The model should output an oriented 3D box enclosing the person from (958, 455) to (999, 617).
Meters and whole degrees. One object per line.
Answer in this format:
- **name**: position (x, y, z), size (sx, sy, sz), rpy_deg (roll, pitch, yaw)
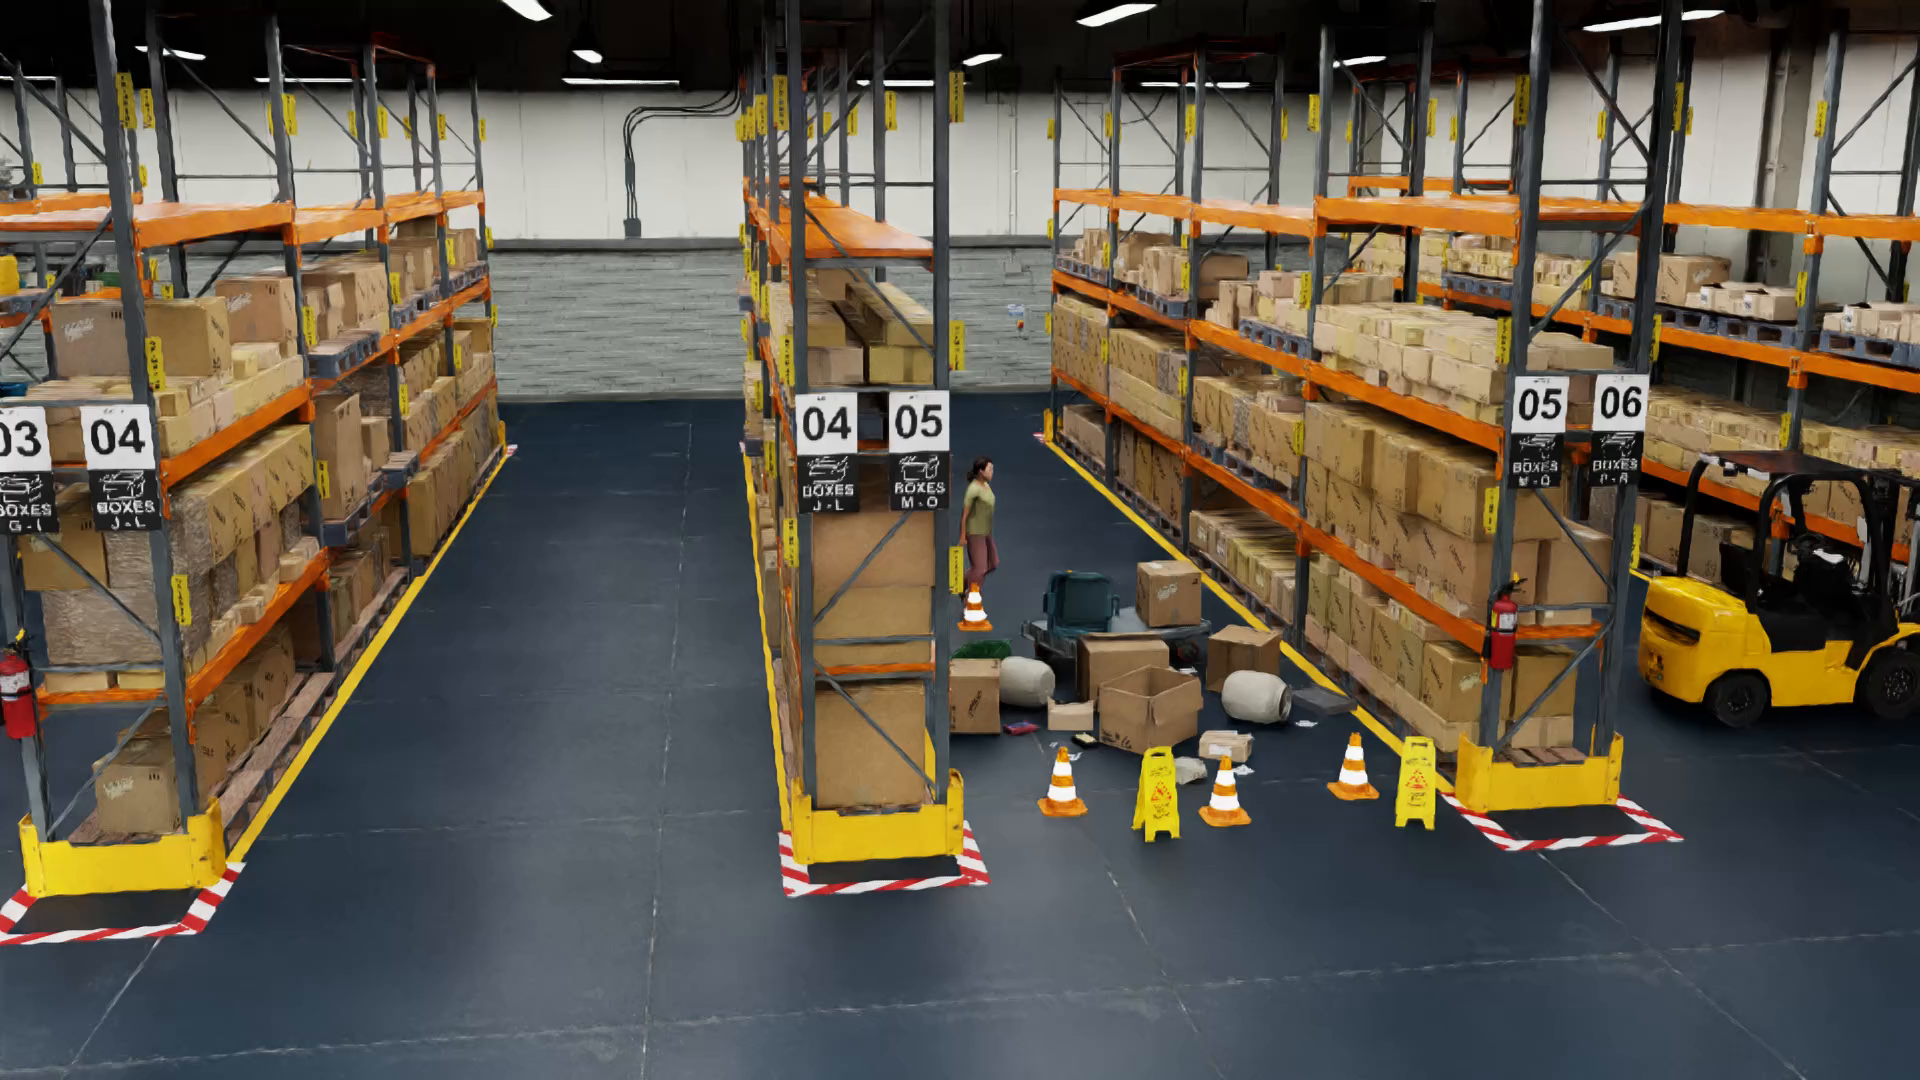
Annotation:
- **person**: position (0.100, -0.057, 17.162), size (0.515, 1.649, 0.550), rpy_deg (4, 14, 17)
